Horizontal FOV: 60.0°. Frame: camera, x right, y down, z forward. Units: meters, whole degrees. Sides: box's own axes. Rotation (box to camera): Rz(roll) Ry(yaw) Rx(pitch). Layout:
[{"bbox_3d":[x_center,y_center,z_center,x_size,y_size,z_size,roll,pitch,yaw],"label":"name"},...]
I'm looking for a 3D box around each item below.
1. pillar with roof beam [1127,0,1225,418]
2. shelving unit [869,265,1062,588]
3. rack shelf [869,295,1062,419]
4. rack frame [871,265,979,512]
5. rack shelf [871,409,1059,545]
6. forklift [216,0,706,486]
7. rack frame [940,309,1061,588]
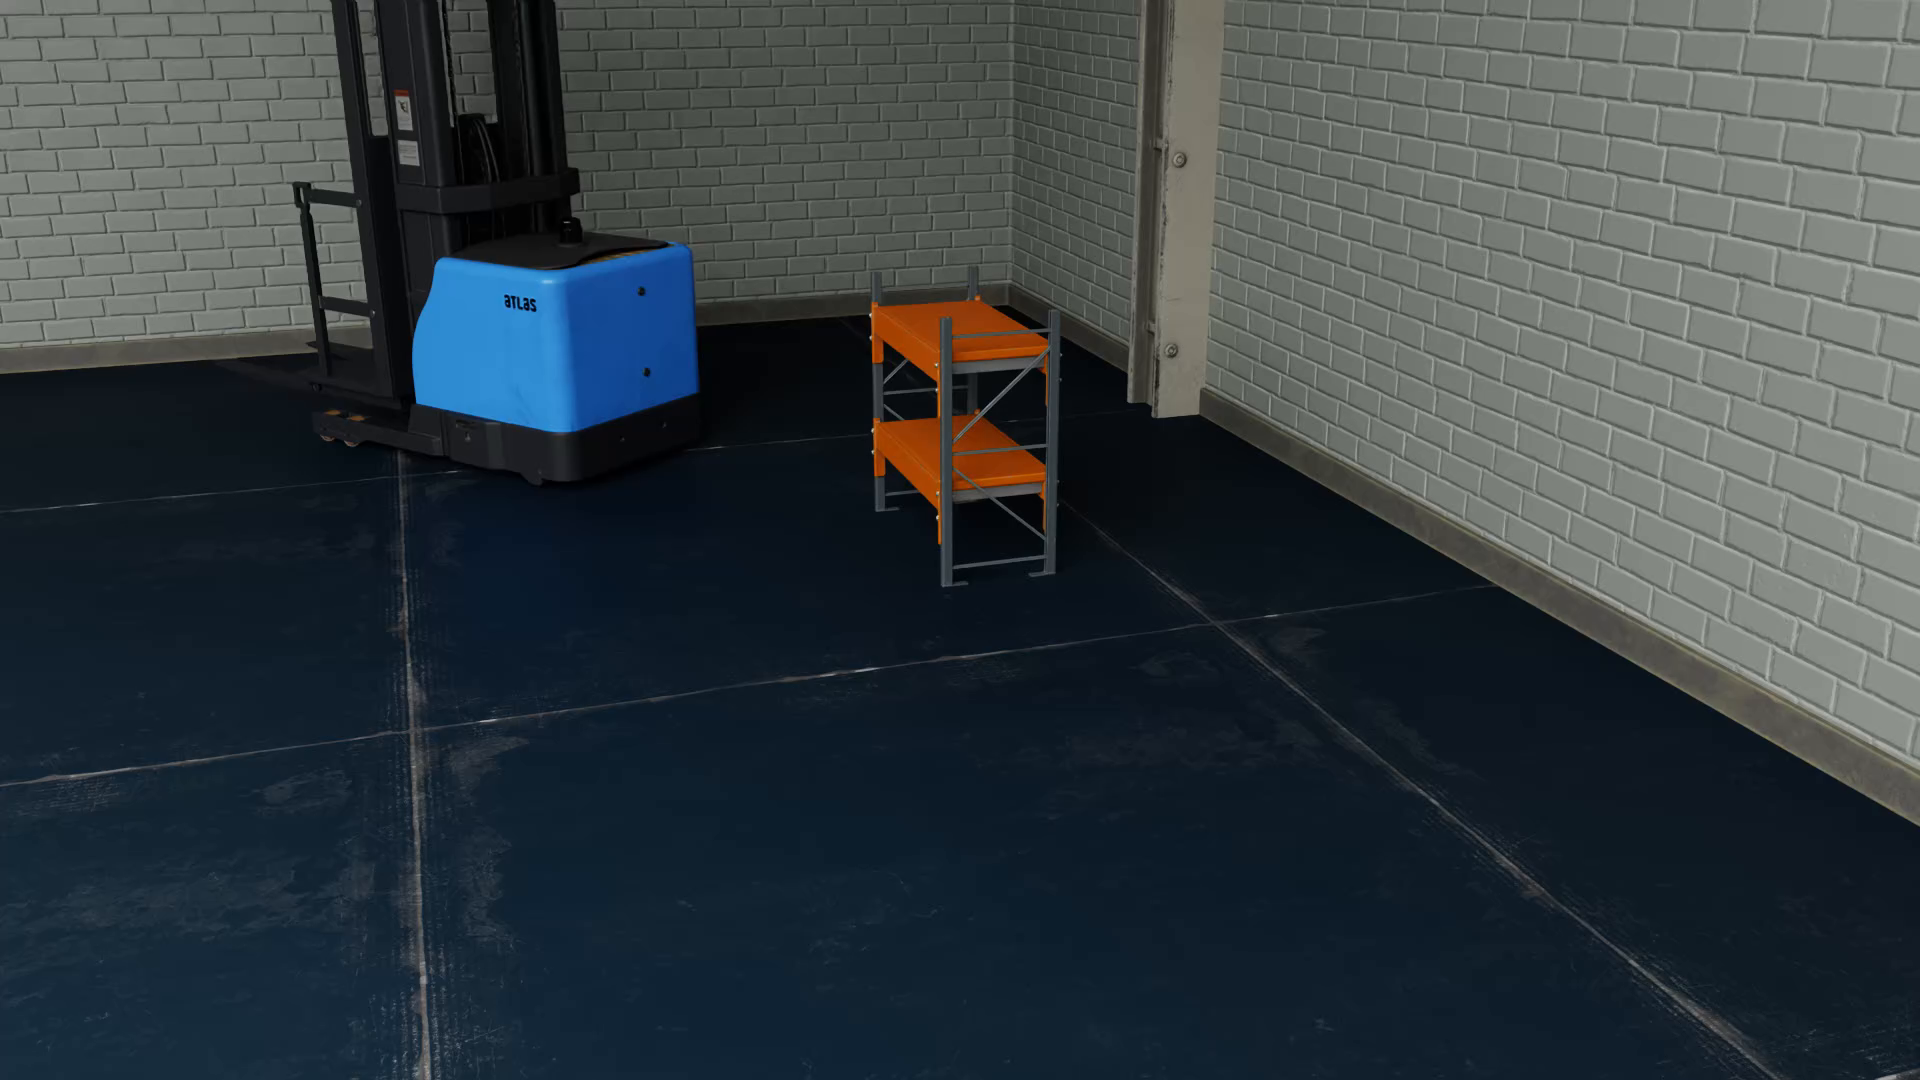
[{"bbox_3d":[-2.910,-4.539,6.742,9.100,9.000,0.400,-6,21,-17],"label":"pillar with roof beam"},{"bbox_3d":[0.002,-0.527,7.220,0.538,1.125,1.048,-6,21,-17],"label":"shelving unit"},{"bbox_3d":[0.002,-0.803,7.121,0.538,0.278,1.000,-6,21,-17],"label":"rack shelf"},{"bbox_3d":[-0.158,-0.690,7.674,0.500,1.125,0.032,-6,21,-17],"label":"rack frame"},{"bbox_3d":[0.002,-0.297,7.303,0.538,0.278,1.000,-6,21,-17],"label":"rack shelf"},{"bbox_3d":[-2.850,-2.004,8.661,3.031,2.935,1.130,12,23,31],"label":"forklift"},{"bbox_3d":[0.162,-0.364,6.766,0.500,1.125,0.032,-6,21,-17],"label":"rack frame"}]
